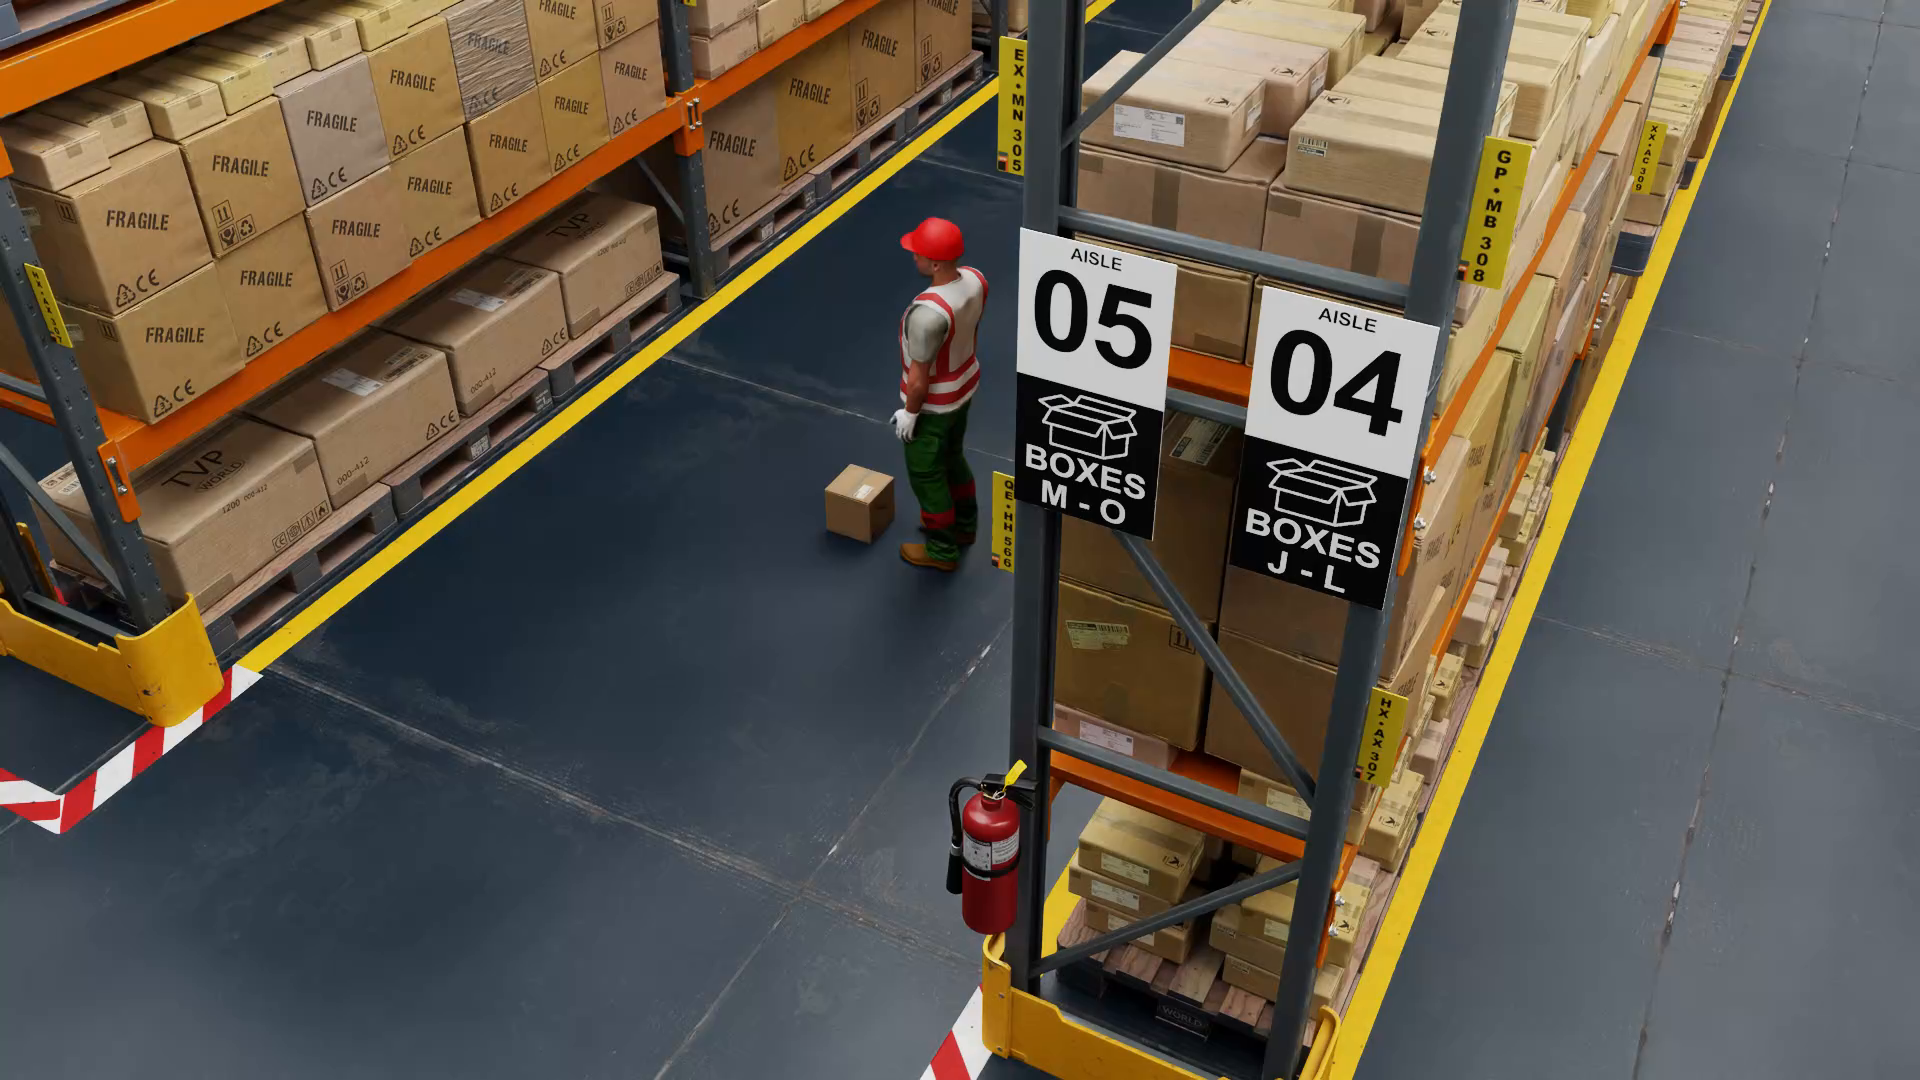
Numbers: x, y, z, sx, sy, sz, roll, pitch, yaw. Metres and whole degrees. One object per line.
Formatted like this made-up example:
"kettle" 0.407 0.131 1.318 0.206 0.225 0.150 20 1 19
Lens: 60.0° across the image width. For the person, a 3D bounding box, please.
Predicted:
"person" -0.104 -0.655 7.587 0.356 1.785 0.526 18 41 22
